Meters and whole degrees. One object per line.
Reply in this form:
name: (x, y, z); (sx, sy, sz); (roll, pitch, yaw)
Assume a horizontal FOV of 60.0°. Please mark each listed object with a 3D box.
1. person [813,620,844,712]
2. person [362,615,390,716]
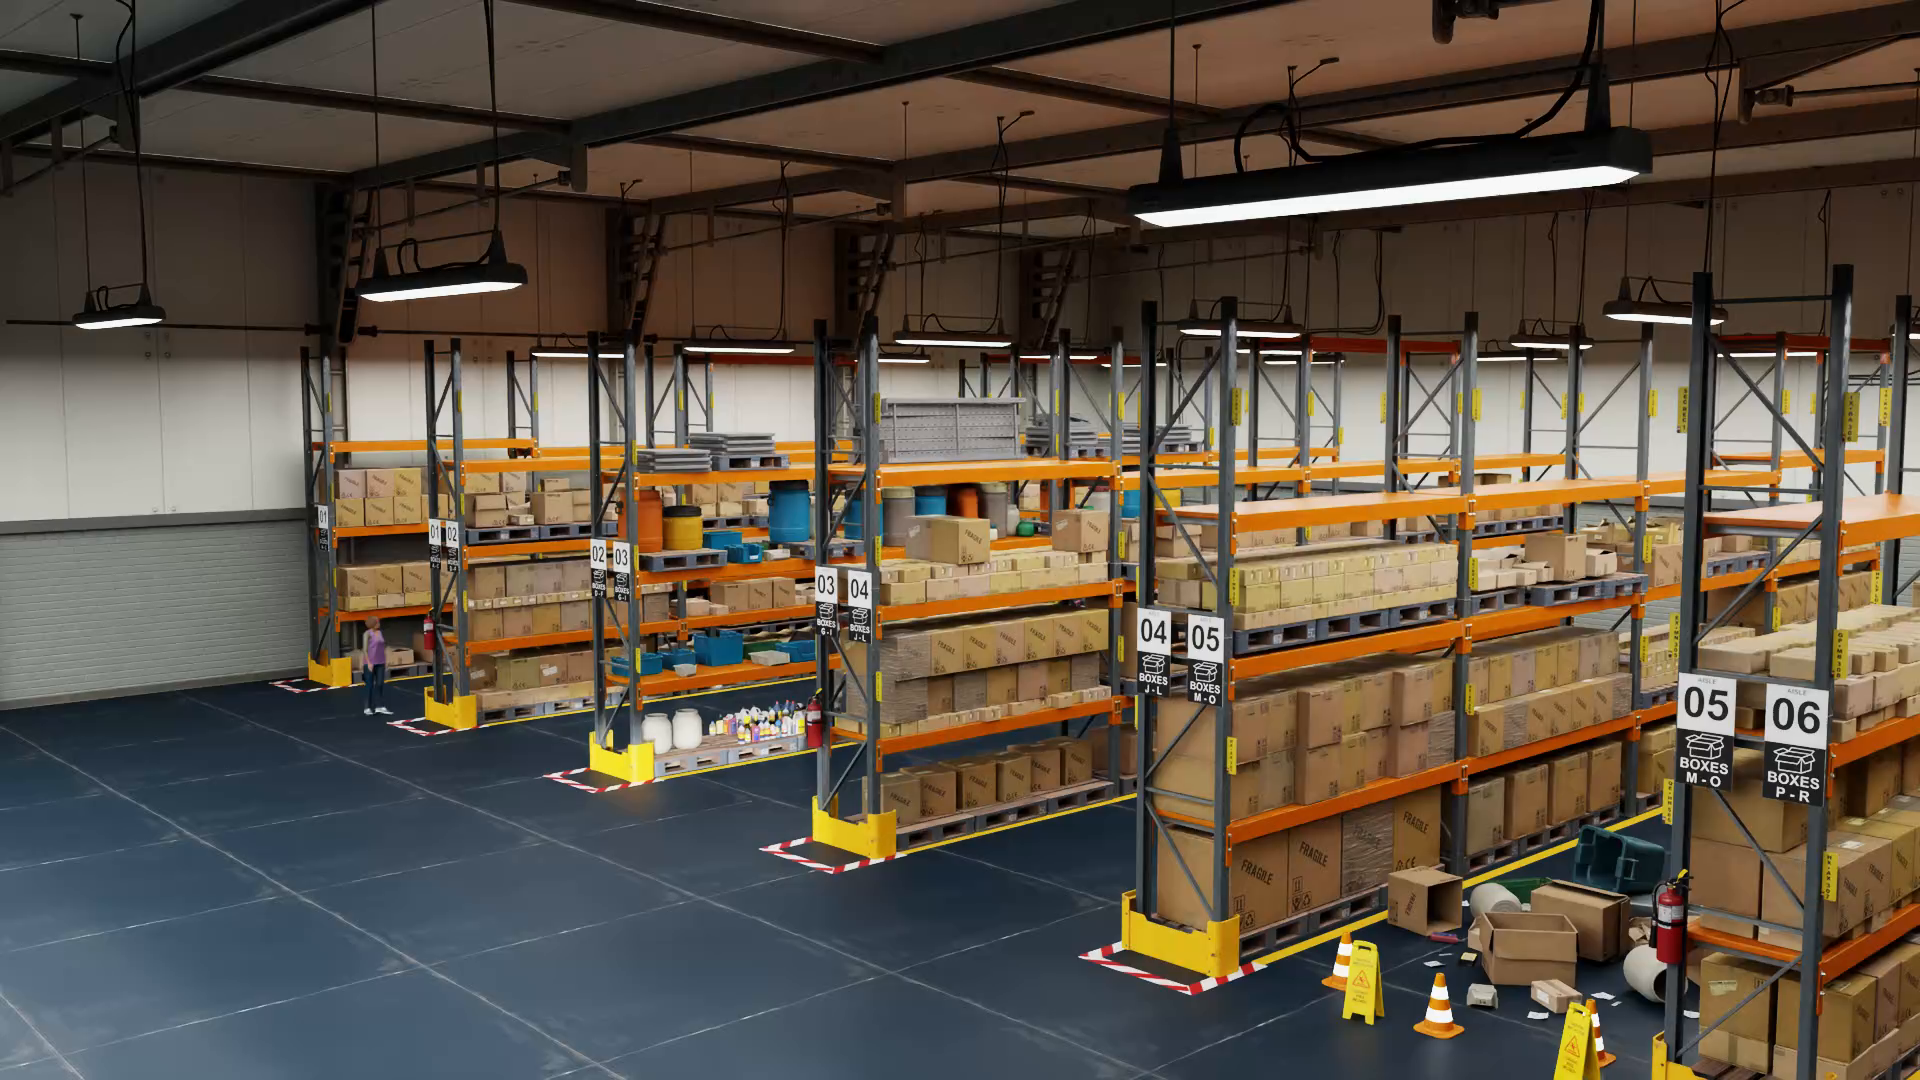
person: (-2.080, 1.908, 26.651); (0.564, 1.802, 0.410); (-2, 5, -18)
person: (-9.413, 2.016, 26.756); (0.411, 1.613, 0.447); (4, 6, 36)
